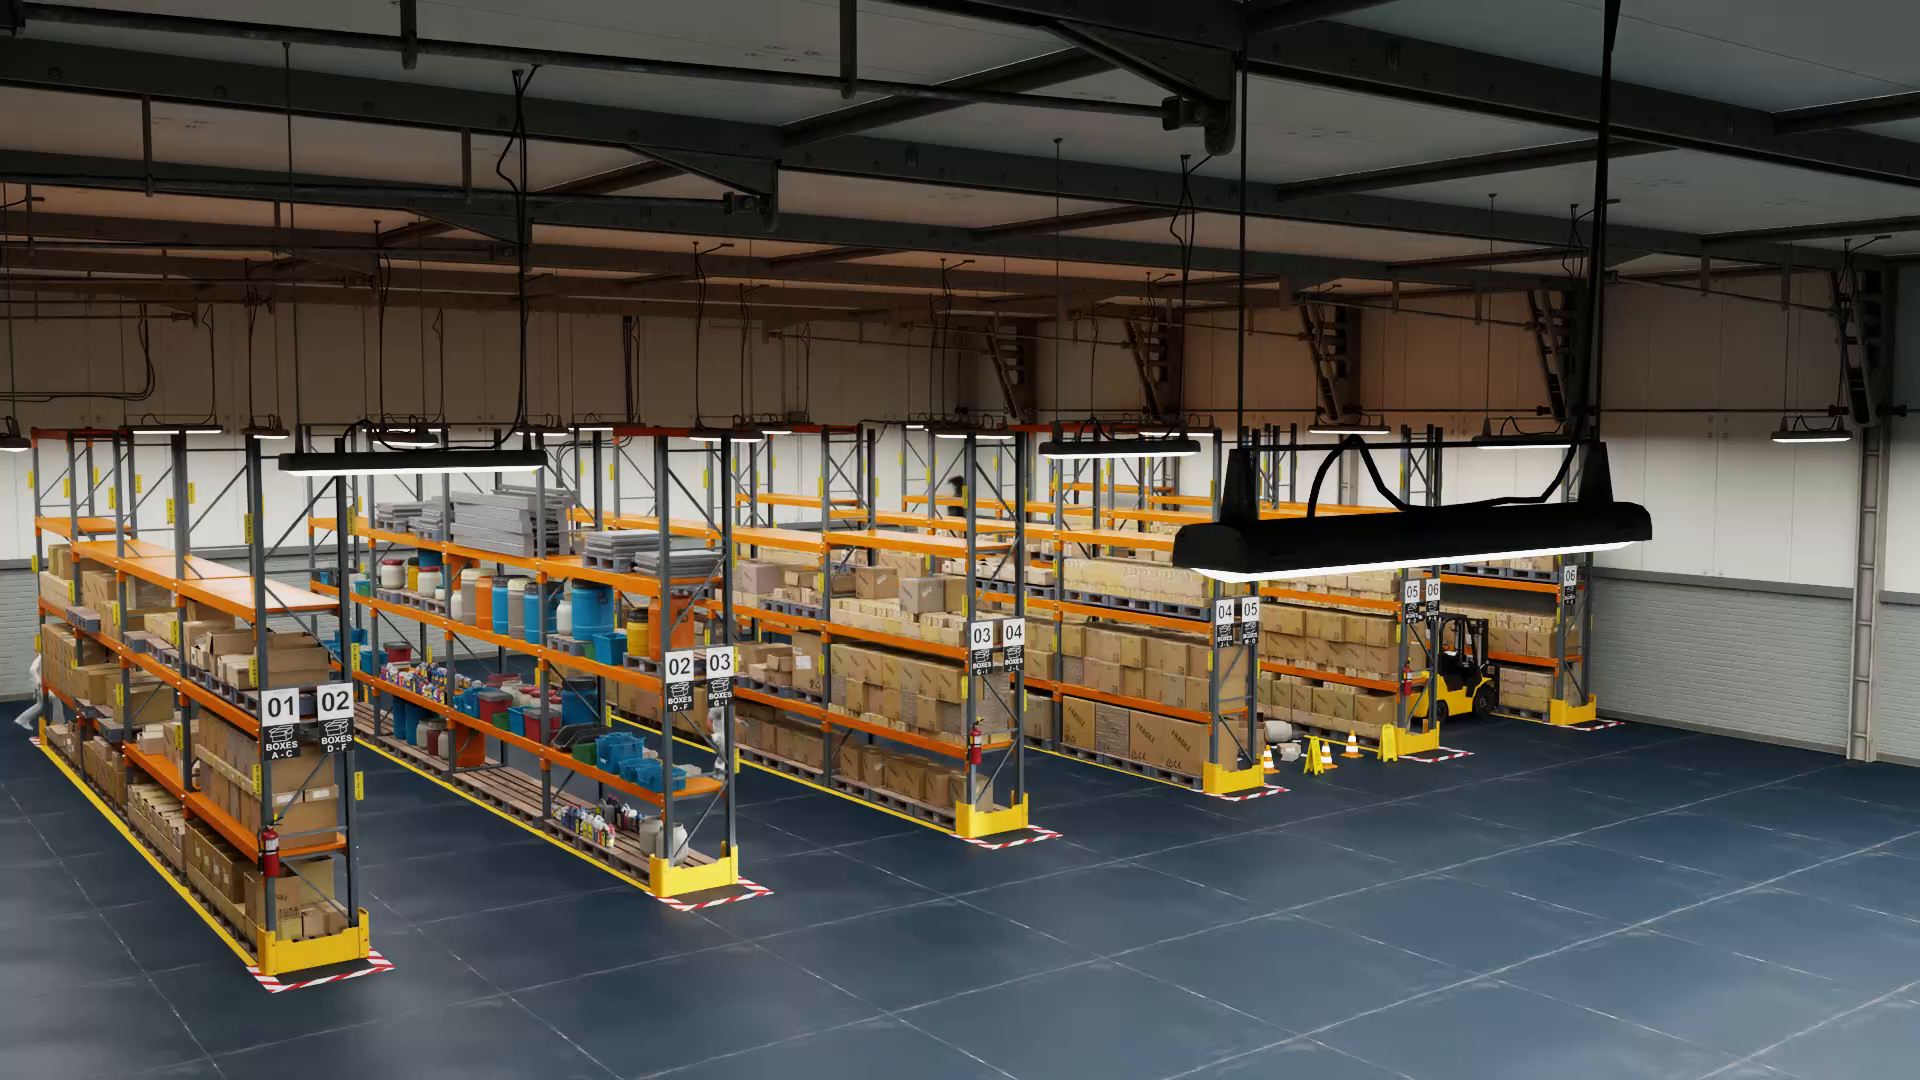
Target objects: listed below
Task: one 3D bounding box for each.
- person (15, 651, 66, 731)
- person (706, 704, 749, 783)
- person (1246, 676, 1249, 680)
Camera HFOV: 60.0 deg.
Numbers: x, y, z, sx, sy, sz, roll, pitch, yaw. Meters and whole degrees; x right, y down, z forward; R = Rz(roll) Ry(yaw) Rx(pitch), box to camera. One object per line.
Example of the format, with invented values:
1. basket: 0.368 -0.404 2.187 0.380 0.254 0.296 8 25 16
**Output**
1. person: -17.947 2.897 32.541 1.016 1.803 0.732 -3 5 -32
2. person: -3.938 3.294 28.025 0.741 1.709 0.687 1 5 15
3. person: 6.173 2.526 37.128 0.693 1.764 0.957 -4 6 -41
